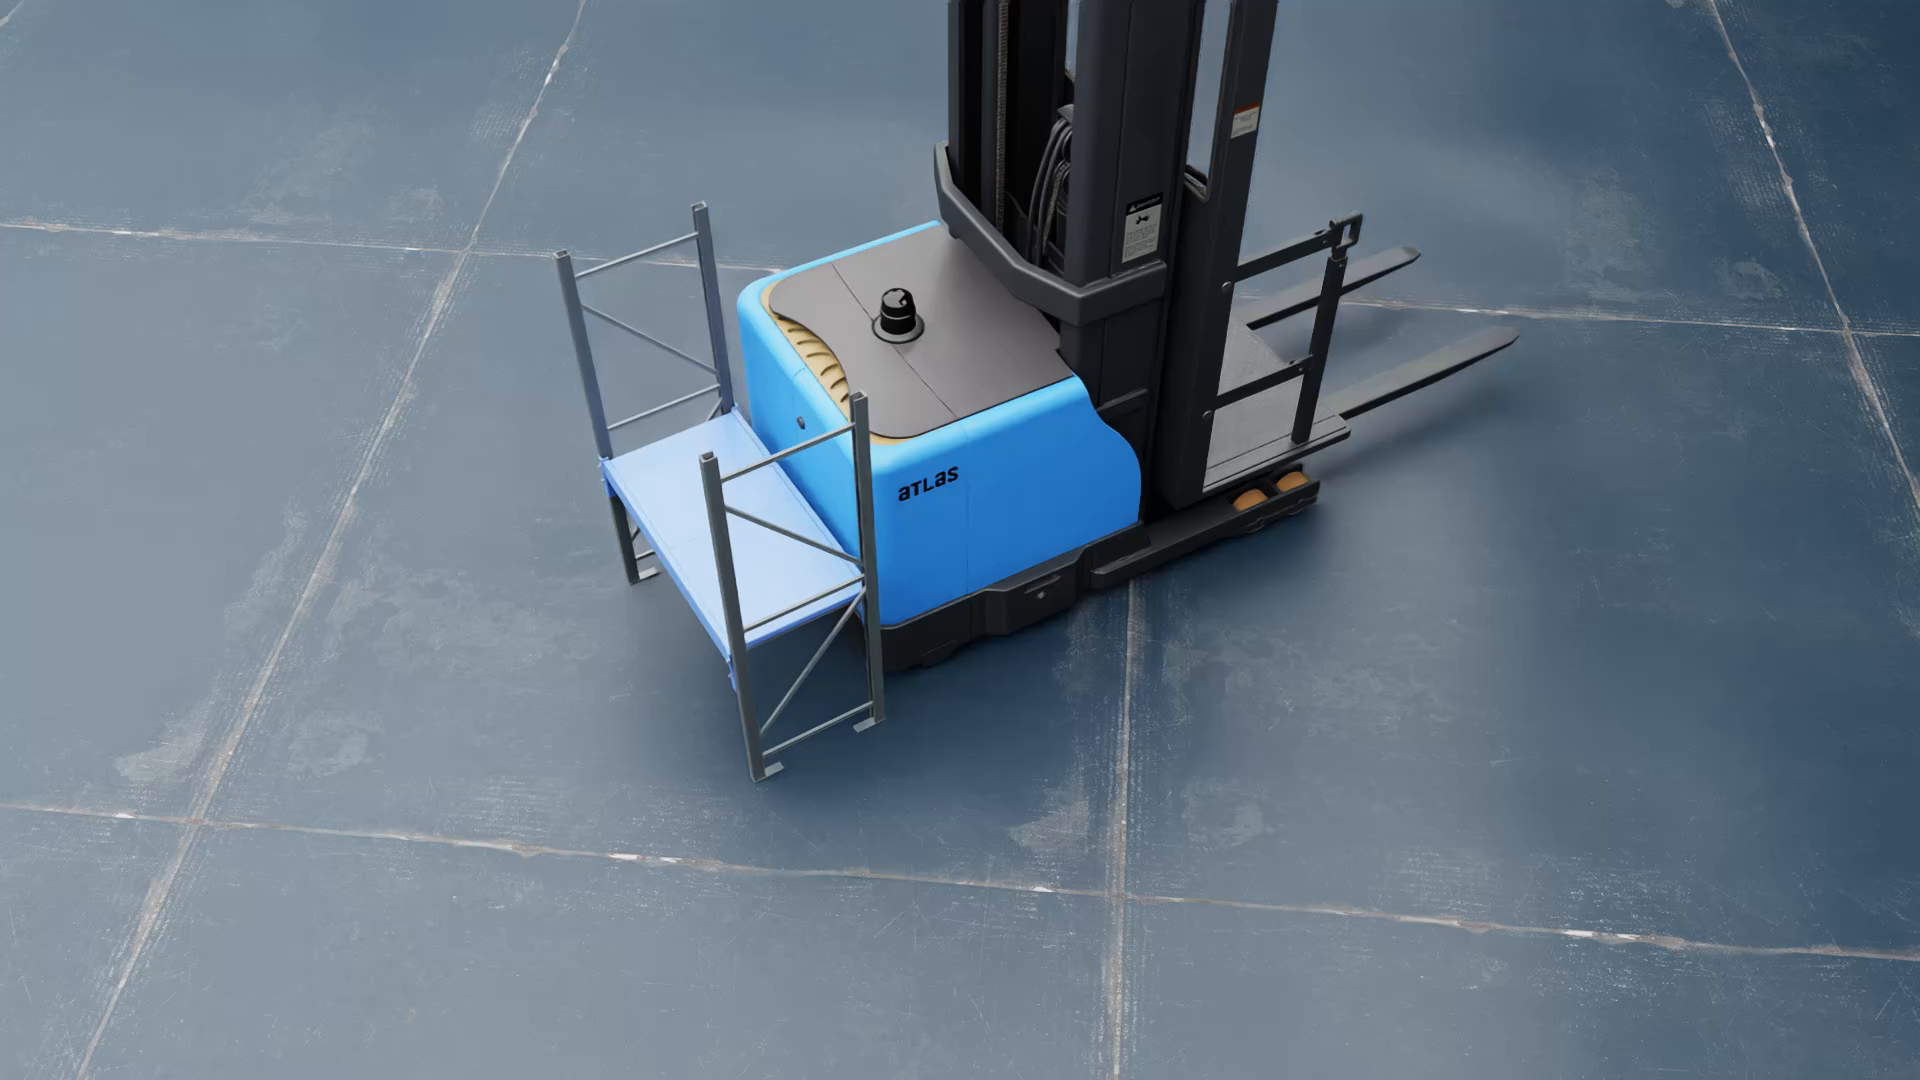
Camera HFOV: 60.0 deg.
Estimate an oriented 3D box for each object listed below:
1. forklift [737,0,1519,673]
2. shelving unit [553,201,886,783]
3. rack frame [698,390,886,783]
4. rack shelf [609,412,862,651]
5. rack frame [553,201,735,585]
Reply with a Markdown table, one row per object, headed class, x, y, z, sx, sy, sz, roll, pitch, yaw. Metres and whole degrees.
| class | x | y | z | sx | sy | sz | roll | pitch | yaw |
| --- | --- | --- | --- | --- | --- | --- | --- | --- | --- |
| forklift | 0.775 | -1.336 | 5.485 | 3.031 | 2.935 | 1.130 | -22 | 51 | -19 |
| shelving unit | -0.740 | -0.125 | 5.347 | 0.500 | 1.500 | 1.048 | -24 | 52 | -21 |
| rack frame | -0.475 | 0.196 | 5.055 | 0.500 | 1.500 | 0.032 | -24 | 52 | -21 |
| rack shelf | -0.740 | -0.036 | 5.444 | 0.459 | 0.062 | 0.952 | -24 | 52 | -21 |
| rack frame | -1.005 | -0.445 | 5.640 | 0.500 | 1.500 | 0.032 | -24 | 52 | -21 |
